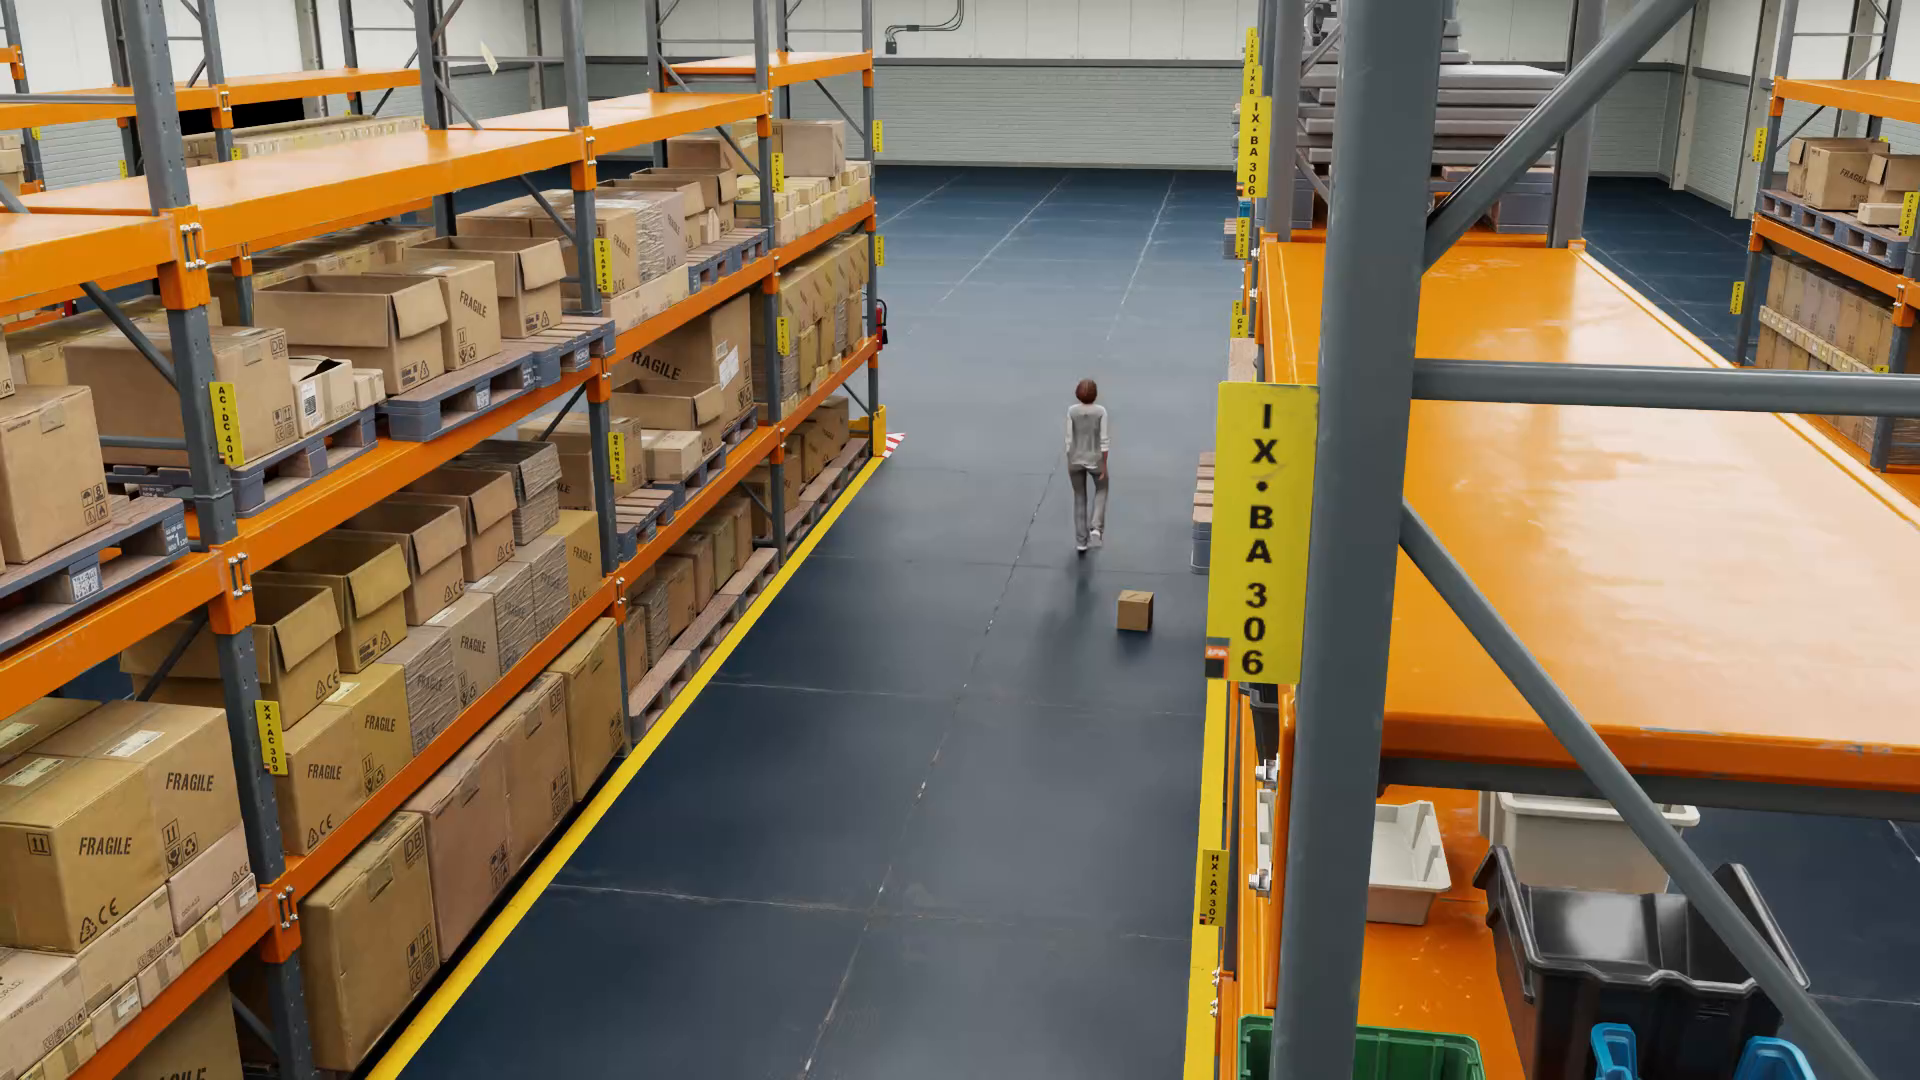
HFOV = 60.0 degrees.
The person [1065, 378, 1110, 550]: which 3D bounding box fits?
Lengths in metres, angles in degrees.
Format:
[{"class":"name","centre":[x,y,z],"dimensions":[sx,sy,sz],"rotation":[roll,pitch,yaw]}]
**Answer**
[{"class":"person","centre":[1.158,-0.694,15.143],"dimensions":[0.409,1.614,0.418],"rotation":[3,18,9]}]
